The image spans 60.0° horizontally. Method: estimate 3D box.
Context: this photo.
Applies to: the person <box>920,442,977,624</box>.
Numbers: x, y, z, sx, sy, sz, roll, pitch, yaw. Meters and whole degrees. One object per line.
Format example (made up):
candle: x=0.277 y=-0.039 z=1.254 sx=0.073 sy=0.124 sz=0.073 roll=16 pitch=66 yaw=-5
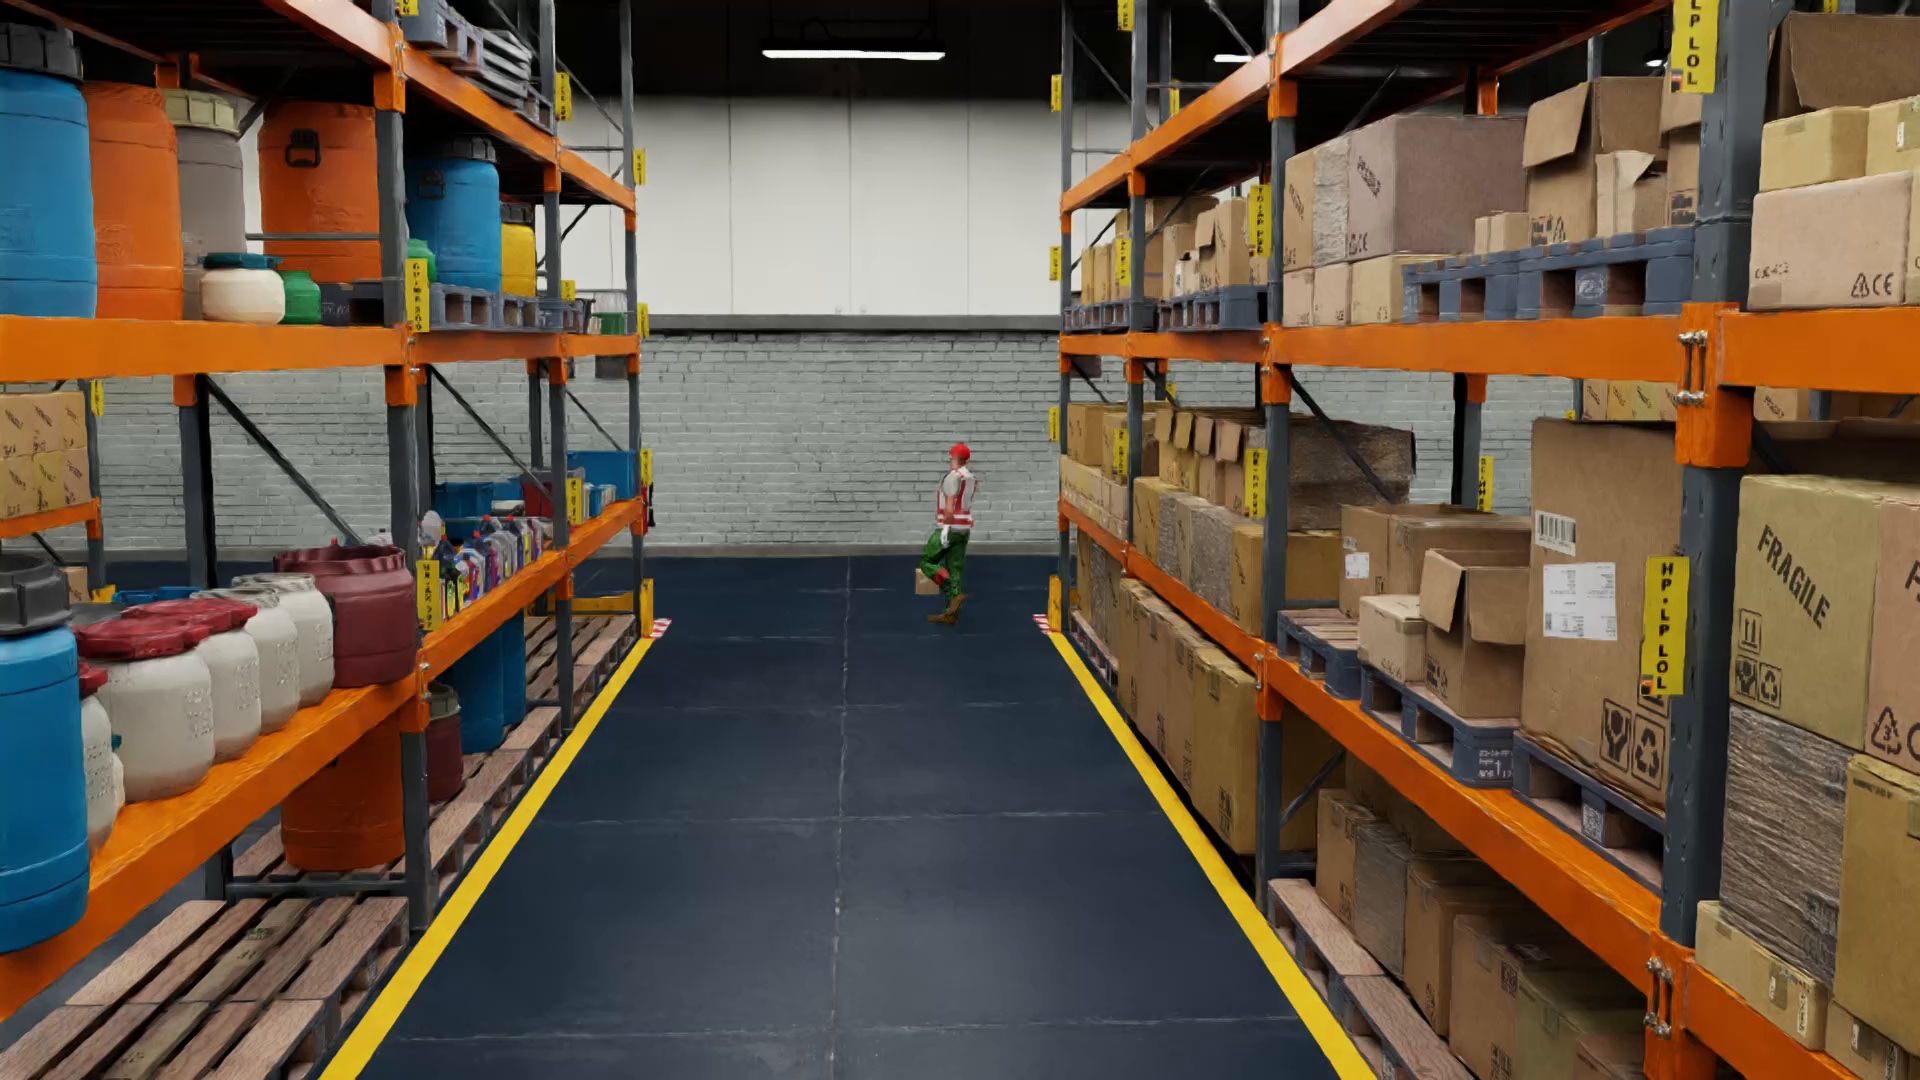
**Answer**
person: x=-0.077 y=-0.070 z=16.282 sx=0.515 sy=1.748 sz=0.717 roll=3 pitch=7 yaw=24
